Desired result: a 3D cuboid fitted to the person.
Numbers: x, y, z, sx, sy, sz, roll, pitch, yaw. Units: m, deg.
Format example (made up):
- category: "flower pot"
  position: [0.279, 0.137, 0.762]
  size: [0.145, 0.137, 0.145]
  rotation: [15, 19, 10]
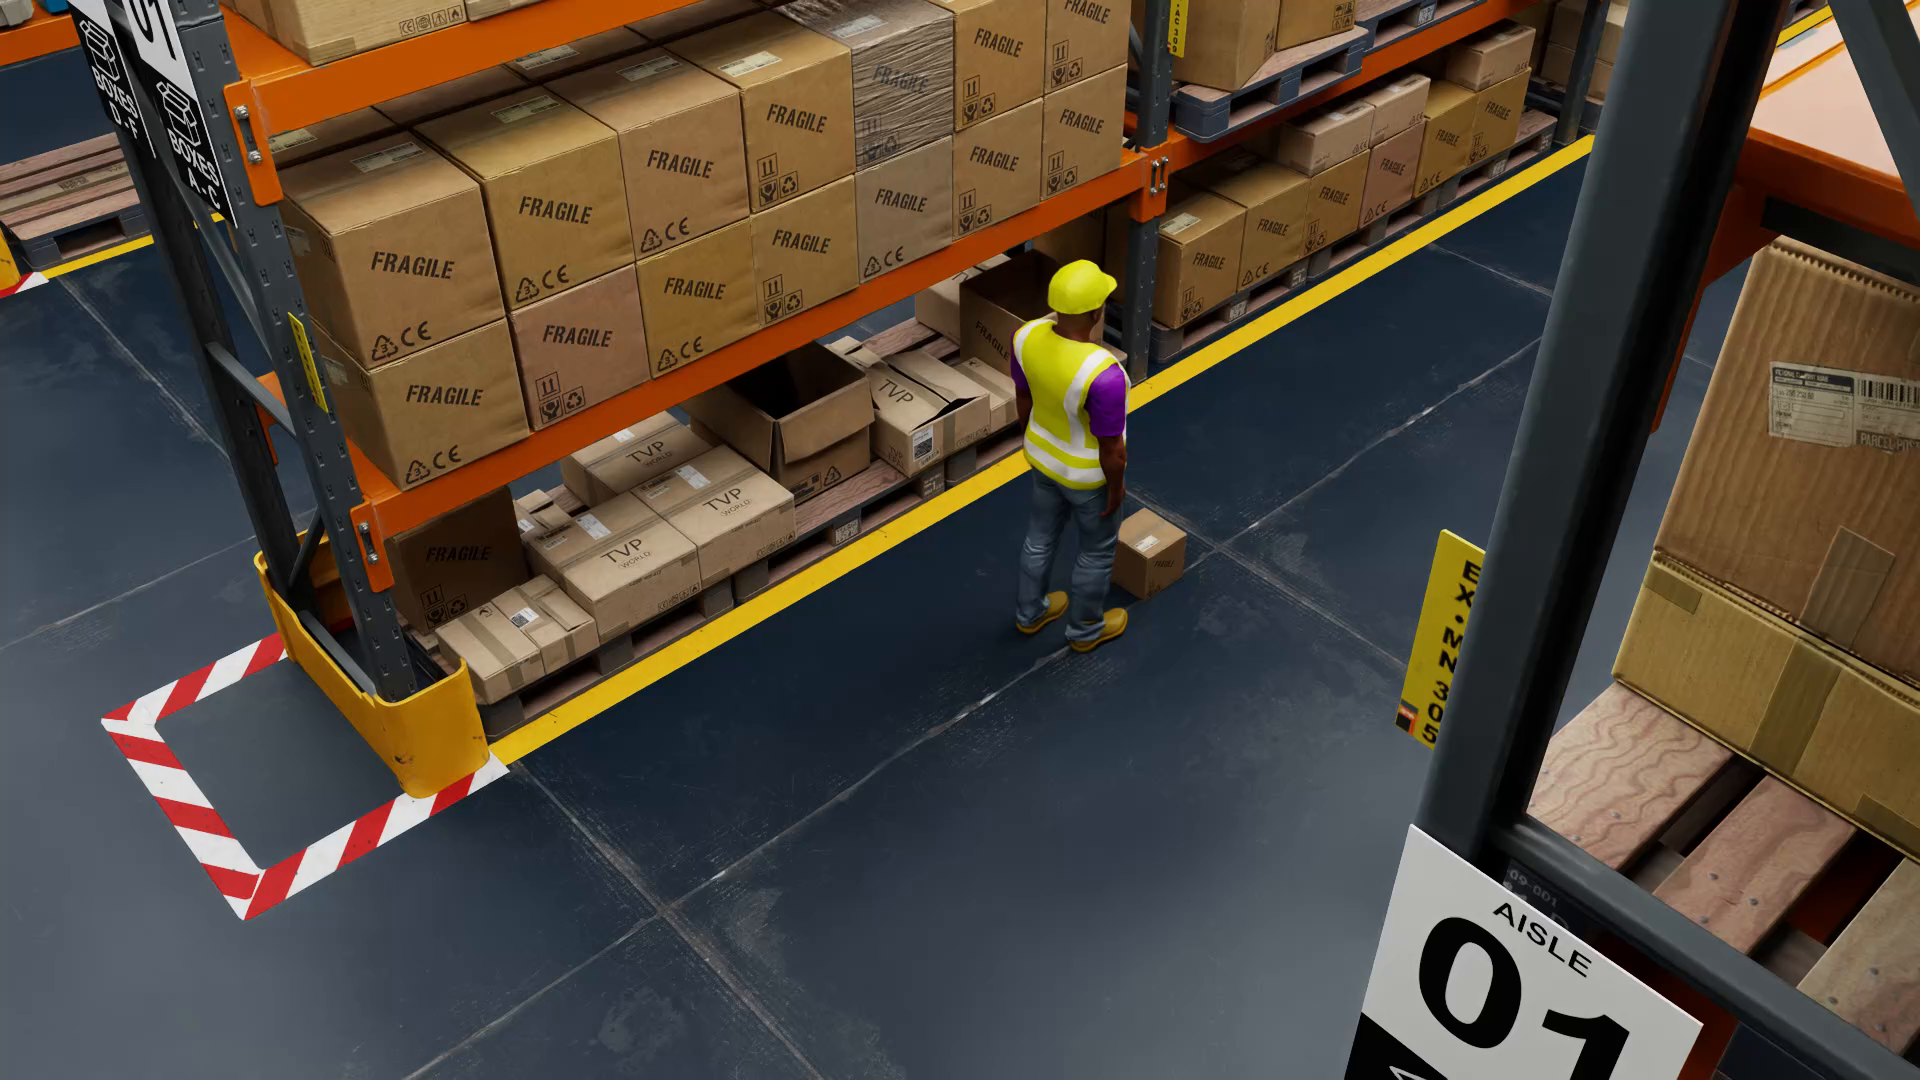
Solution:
- category: "person"
  position: [0.457, -0.319, 6.530]
  size: [0.417, 1.768, 0.561]
  rotation: [-29, 48, -30]
